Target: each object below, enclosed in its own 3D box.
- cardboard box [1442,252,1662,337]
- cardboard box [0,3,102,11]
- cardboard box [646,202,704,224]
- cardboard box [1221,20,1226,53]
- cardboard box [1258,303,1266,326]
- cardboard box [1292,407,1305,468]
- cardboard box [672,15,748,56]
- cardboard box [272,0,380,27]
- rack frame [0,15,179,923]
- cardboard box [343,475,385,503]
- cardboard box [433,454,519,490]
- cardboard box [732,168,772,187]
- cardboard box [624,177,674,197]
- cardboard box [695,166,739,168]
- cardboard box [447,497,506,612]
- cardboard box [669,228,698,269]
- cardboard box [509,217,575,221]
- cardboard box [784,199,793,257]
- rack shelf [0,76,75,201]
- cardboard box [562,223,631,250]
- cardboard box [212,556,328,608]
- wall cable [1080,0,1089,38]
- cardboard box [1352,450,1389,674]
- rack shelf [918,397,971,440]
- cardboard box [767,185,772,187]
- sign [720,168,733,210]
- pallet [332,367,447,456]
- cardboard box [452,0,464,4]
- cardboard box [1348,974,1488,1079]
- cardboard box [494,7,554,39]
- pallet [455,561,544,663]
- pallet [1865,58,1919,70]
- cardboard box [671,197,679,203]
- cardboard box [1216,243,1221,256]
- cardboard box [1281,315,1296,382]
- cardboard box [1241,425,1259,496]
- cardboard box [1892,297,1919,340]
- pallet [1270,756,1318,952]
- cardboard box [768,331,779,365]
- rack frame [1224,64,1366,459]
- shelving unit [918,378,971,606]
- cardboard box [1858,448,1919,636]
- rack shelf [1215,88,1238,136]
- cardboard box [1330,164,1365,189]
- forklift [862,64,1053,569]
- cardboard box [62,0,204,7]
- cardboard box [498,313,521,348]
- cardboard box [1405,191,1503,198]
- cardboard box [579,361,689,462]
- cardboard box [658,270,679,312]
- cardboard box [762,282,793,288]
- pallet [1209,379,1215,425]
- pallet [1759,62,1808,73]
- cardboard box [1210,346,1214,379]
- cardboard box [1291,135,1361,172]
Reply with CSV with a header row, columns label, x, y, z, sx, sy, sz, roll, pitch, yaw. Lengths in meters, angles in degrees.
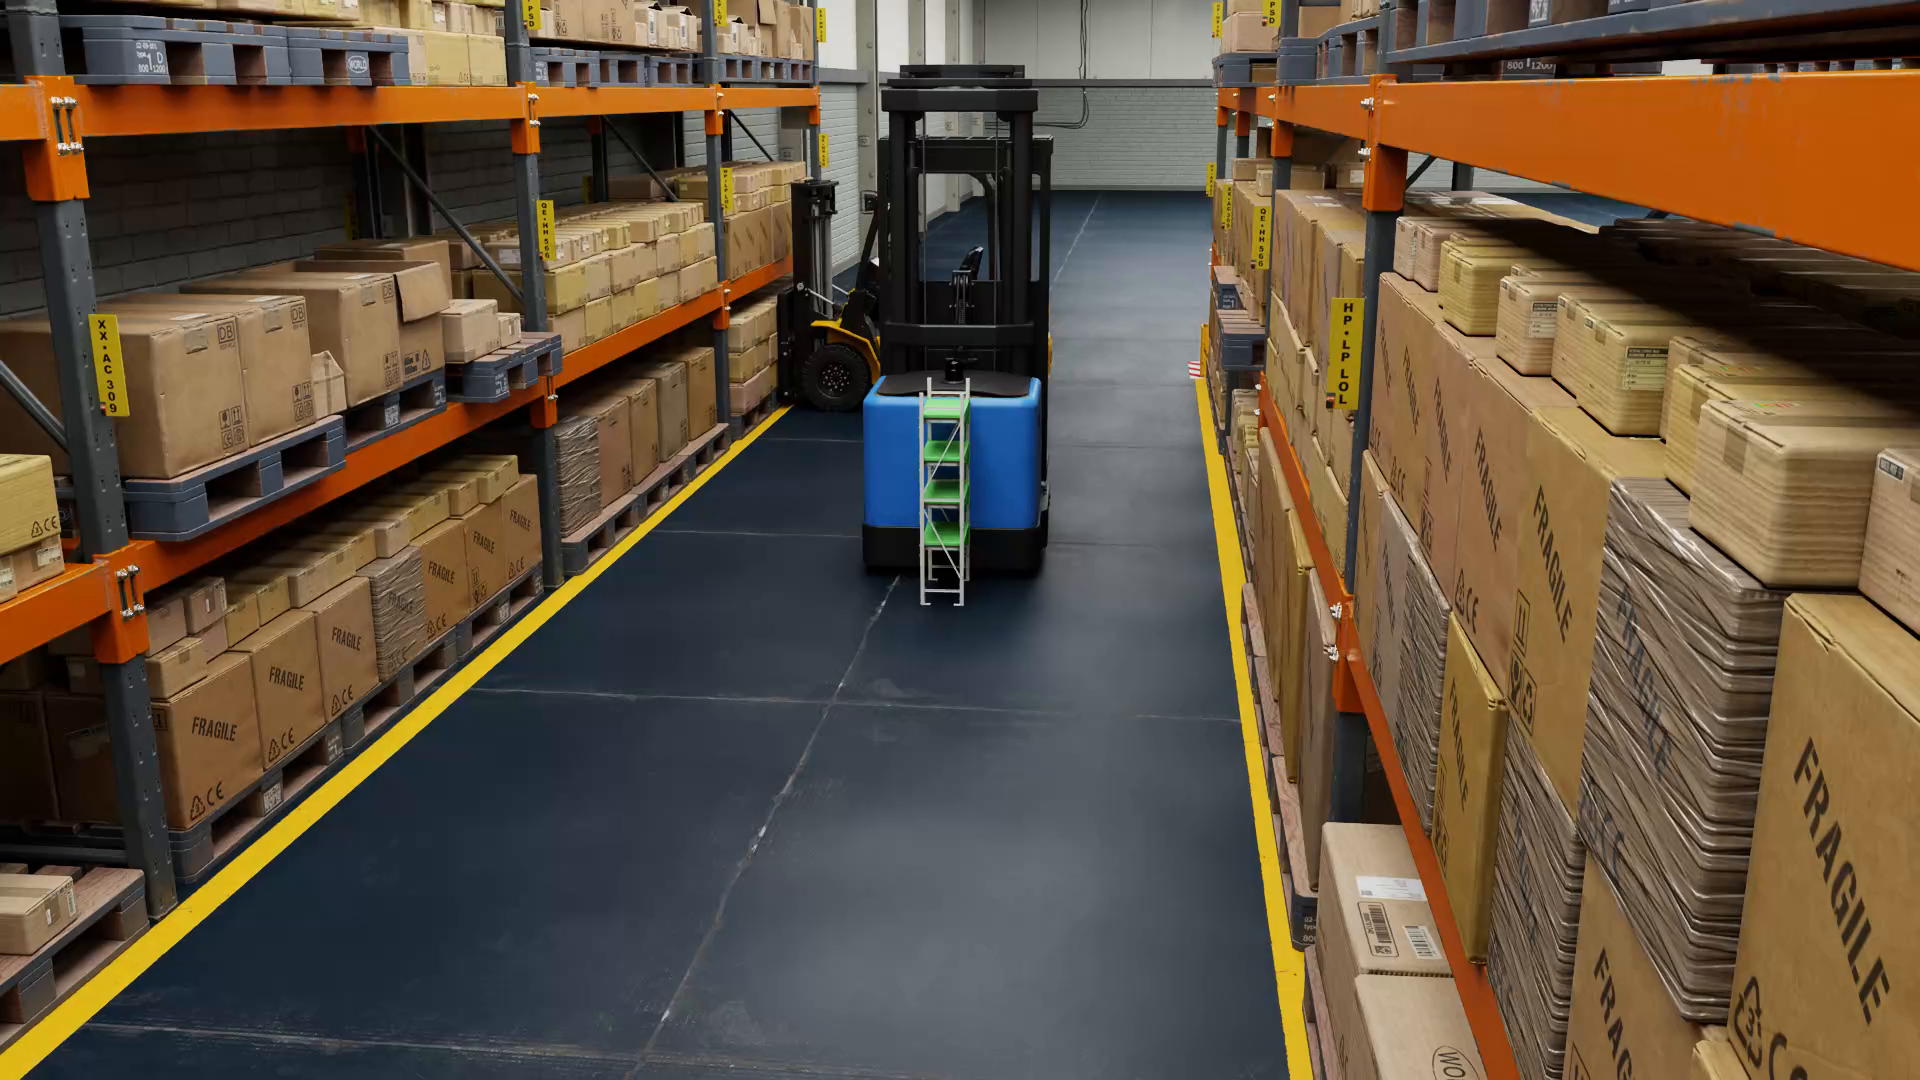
label,x,y,z,sx,sy,sz,roll,pitch,yaw
cardboard box,1.226,-0.513,3.462,0.380,0.149,0.250,1,15,5
cardboard box,-3.276,-1.946,5.850,0.380,0.149,0.250,1,15,5
cardboard box,-2.180,-2.494,12.706,0.380,0.149,0.250,2,15,8
cardboard box,2.106,-3.522,11.675,0.500,0.250,0.500,1,15,5
cardboard box,1.880,-1.291,9.365,0.380,0.149,0.250,2,15,7
cardboard box,1.656,-0.456,6.889,0.500,0.250,0.500,2,15,6
cardboard box,-2.026,-4.093,13.480,0.500,0.311,0.500,2,15,7
cardboard box,-2.786,-2.327,7.298,0.380,0.149,0.250,2,15,8
rack frame,-3.265,-0.153,5.483,1.000,3.000,0.127,2,15,6
cardboard box,-3.187,-0.239,8.541,0.380,0.149,0.250,2,15,7
cardboard box,-2.618,-0.364,9.005,0.380,0.149,0.250,1,15,4
cardboard box,-1.909,-3.274,15.018,0.380,0.149,0.250,2,15,7
cardboard box,-2.557,-2.889,13.595,0.380,0.149,0.250,1,15,5
cardboard box,-2.287,-3.421,15.564,0.380,0.149,0.250,2,15,8
cardboard box,-2.715,0.059,8.683,0.500,0.500,0.500,1,15,5
cardboard box,-2.214,-2.129,12.117,0.500,0.250,0.500,1,15,5
cardboard box,-2.833,-2.111,11.287,0.380,0.149,0.250,2,15,7
cardboard box,-1.831,-2.911,15.491,0.500,0.500,0.500,1,15,5
rack shelf,-3.491,-0.735,3.267,1.077,0.370,4.000,2,15,6
cardboard box,-2.350,-1.961,10.734,0.380,0.149,0.250,2,15,7
cardboard box,-2.905,0.176,7.006,0.380,0.149,0.250,2,15,6
wall cable,4.835,-15.373,46.548,3.097,2.526,0.112,2,15,6
cardboard box,1.354,0.058,4.511,0.500,0.500,0.500,2,15,8
rack shelf,-0.082,-0.680,9.284,0.258,0.148,0.480,1,15,4
cardboard box,-1.910,-3.133,15.069,0.380,0.149,0.250,2,15,6
sign,-1.822,-2.735,12.965,0.100,0.325,0.005,2,15,6
pallet,-3.028,-0.594,7.478,1.003,0.211,1.213,2,15,6
cardboard box,-2.693,-2.739,8.254,0.380,0.149,0.250,1,15,4
cardboard box,1.390,1.418,3.776,0.875,0.438,0.875,1,15,5
cardboard box,-2.472,-2.858,9.192,0.380,0.166,0.250,2,15,6
pallet,-2.935,0.348,8.971,1.003,0.211,1.213,2,15,6
pallet,7.603,-3.580,12.580,1.003,0.211,1.213,2,15,6
cardboard box,-2.549,-2.815,13.891,0.380,0.149,0.250,2,15,8
cardboard box,2.578,-2.720,15.457,0.380,0.149,0.250,2,15,7
cardboard box,1.688,-0.827,7.305,0.500,0.250,0.500,2,15,6
cardboard box,2.359,-0.514,11.047,0.950,0.372,0.625,2,15,8
cardboard box,1.748,-0.300,2.674,0.380,0.149,0.250,1,15,5
pallet,1.680,1.136,6.058,1.003,0.211,1.213,2,15,6
cardboard box,-1.878,-1.722,14.789,0.500,0.250,0.500,2,15,6
rack frame,2.570,-2.083,12.619,1.000,3.000,0.127,2,15,6
shelving unit,-0.082,-0.278,9.393,0.258,1.200,0.503,1,15,4
cardboard box,1.062,0.020,1.493,0.380,0.149,0.250,2,15,7
rack shelf,2.796,-3.702,14.240,1.077,0.370,4.000,2,15,6
cardboard box,2.670,-2.413,11.032,0.380,0.149,0.250,1,15,4
forklift,0.044,-1.578,10.881,1.130,2.935,3.031,1,15,4
cardboard box,-2.772,-1.863,5.544,0.380,0.149,0.250,2,15,7
cardboard box,-2.506,-1.091,8.625,0.380,0.149,0.250,2,15,7
cardboard box,2.320,-1.435,8.114,0.500,0.500,0.500,1,15,5
cardboard box,-2.505,-0.948,12.166,0.875,0.625,0.625,2,15,6
cardboard box,-2.297,-1.759,11.708,0.500,0.250,0.500,2,15,7
cardboard box,-1.705,-2.362,16.200,0.500,0.250,0.500,2,15,7
pallet,2.746,-1.229,14.804,1.003,0.211,1.213,2,15,6
pallet,7.878,-4.213,14.921,1.003,0.211,1.213,2,15,6
cardboard box,2.591,-1.663,15.527,0.500,0.250,0.500,2,15,8
cardboard box,2.835,-2.865,12.835,0.700,0.500,0.500,2,15,6
